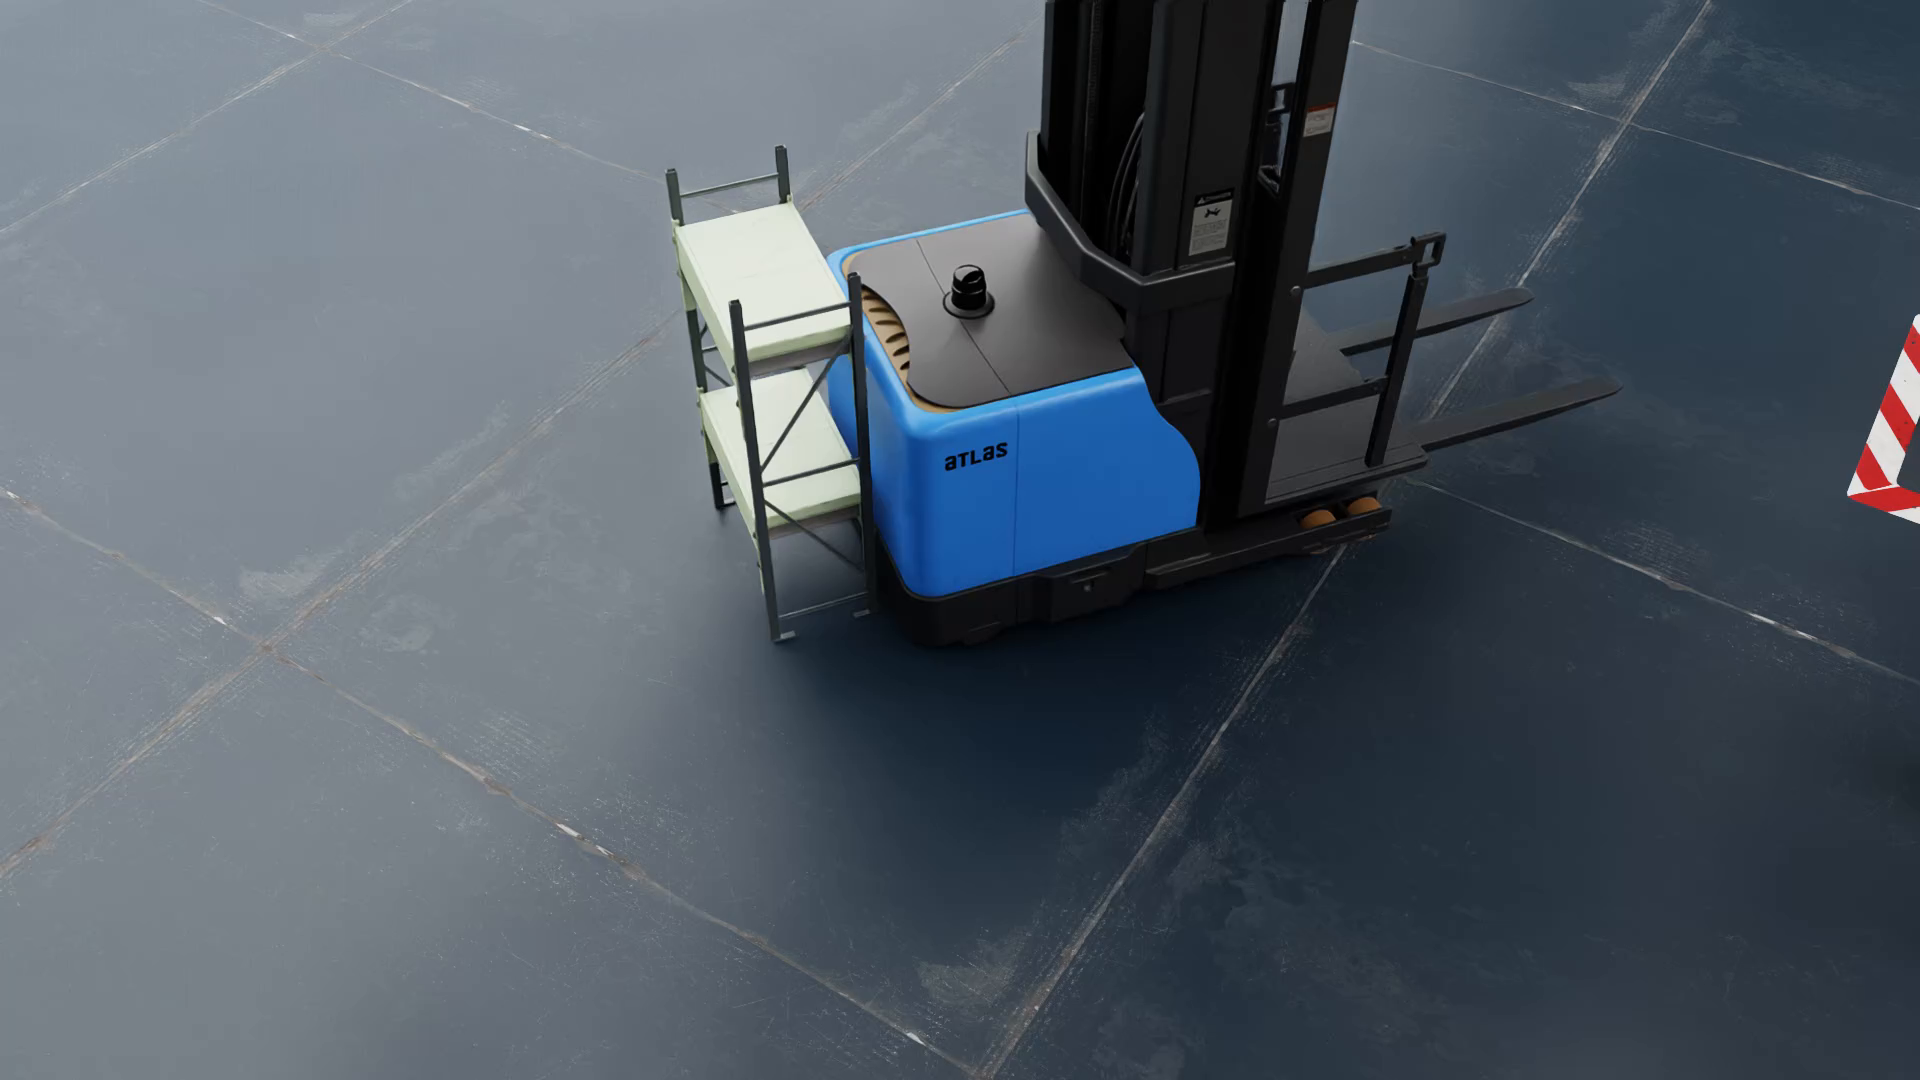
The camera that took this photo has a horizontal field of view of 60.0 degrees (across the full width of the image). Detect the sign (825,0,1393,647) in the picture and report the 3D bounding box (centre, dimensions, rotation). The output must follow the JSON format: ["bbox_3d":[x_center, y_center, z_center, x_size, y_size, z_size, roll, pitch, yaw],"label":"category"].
[{"bbox_3d":[0.532,-1.129,5.376,2.025,2.768,2.177,25,51,22],"label":"sign"}]

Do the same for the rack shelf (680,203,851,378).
[{"bbox_3d":[-0.619,-0.801,5.302,0.368,0.124,0.686,-16,48,-15],"label":"rack shelf"}]

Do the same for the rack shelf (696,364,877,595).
[{"bbox_3d":[-0.619,-0.233,5.885,0.431,0.370,0.720,-16,48,-15],"label":"rack shelf"}]

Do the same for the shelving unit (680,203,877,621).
[{"bbox_3d":[-0.617,-0.457,5.648,0.431,1.308,0.731,-16,48,-15],"label":"shelving unit"}]

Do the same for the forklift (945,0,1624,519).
[{"bbox_3d":[1.075,-1.308,5.478,3.031,2.935,1.121,-15,48,-14],"label":"forklift"}]

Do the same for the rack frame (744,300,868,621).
[{"bbox_3d":[-0.485,-0.216,5.414,0.380,1.308,0.010,-16,48,-15],"label":"rack frame"}]
